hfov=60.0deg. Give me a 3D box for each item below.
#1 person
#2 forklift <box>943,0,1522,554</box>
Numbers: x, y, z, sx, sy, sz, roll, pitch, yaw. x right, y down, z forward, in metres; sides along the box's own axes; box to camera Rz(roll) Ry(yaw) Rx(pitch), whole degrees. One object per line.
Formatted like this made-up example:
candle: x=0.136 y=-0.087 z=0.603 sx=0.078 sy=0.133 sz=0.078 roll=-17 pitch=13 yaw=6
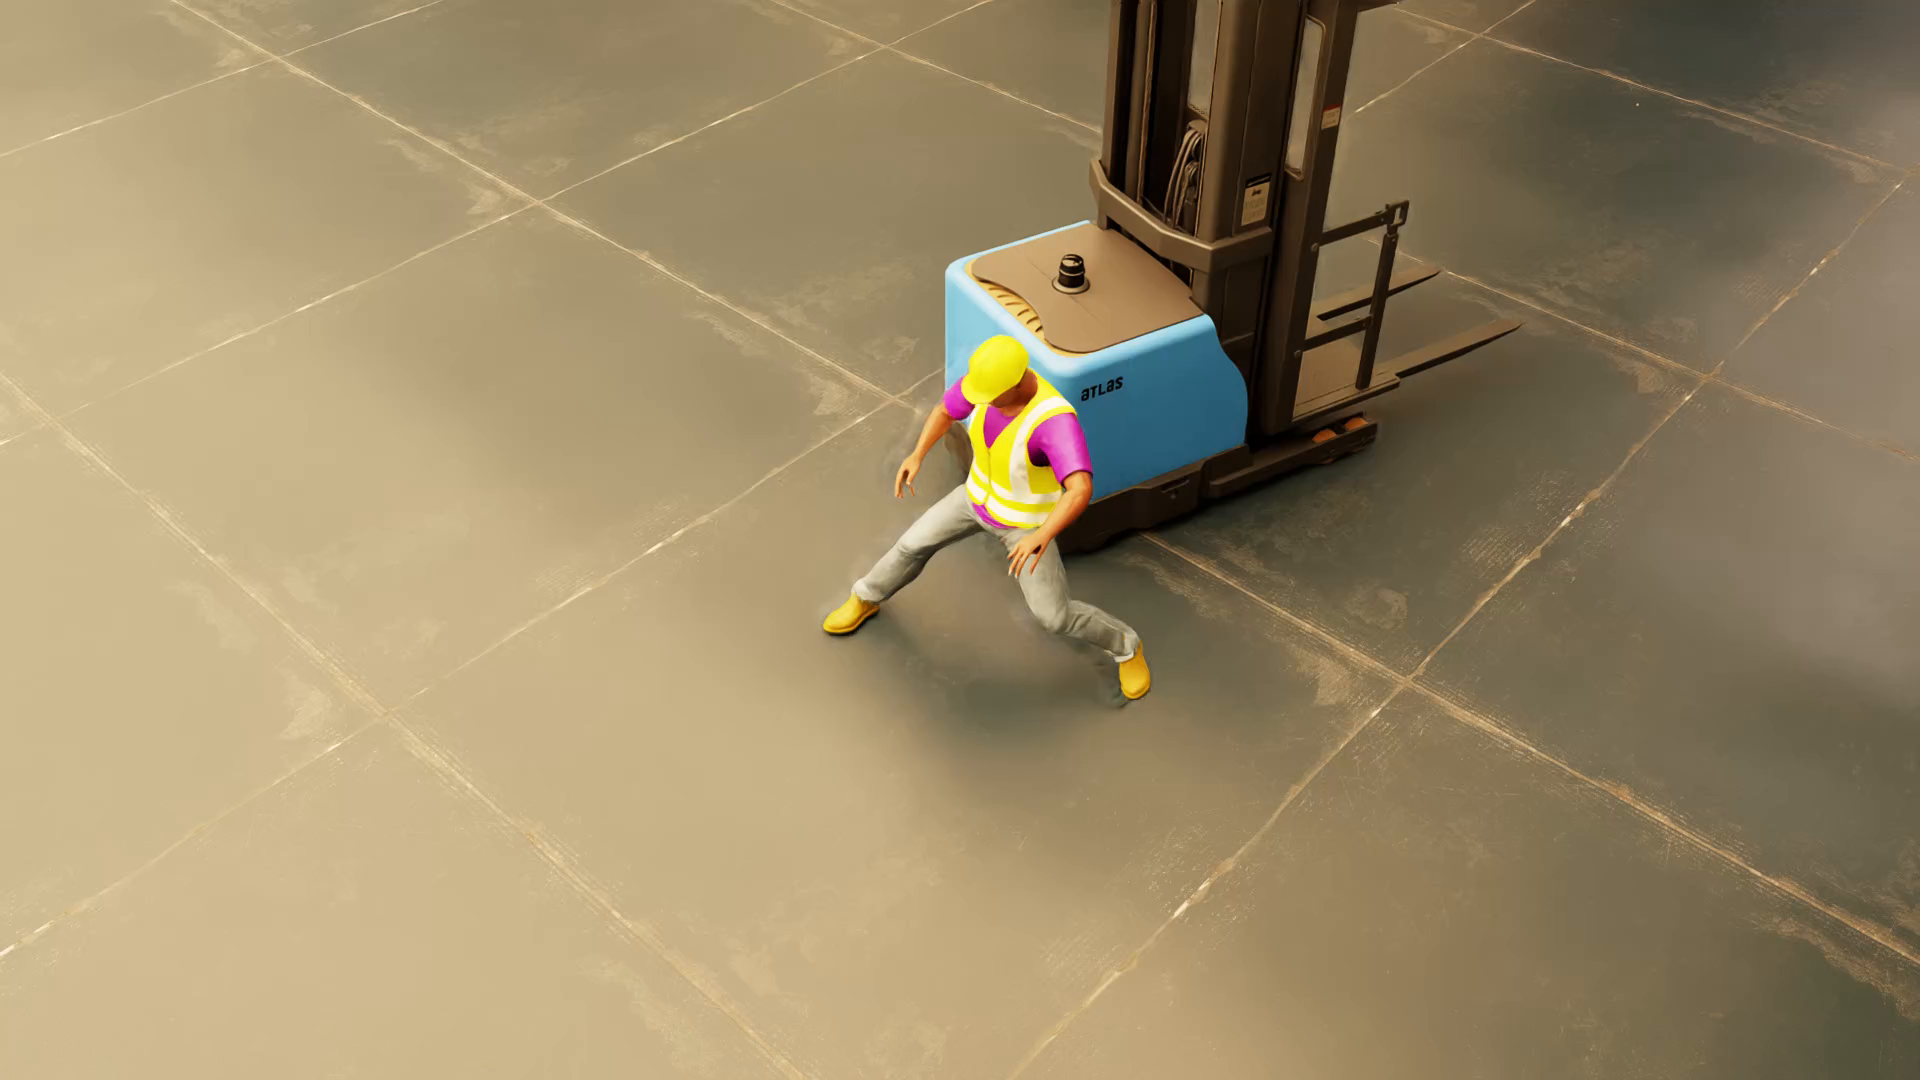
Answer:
person: x=0.127 y=-0.101 z=6.612 sx=0.960 sy=1.575 sz=1.216 roll=-29 pitch=48 yaw=-30
forklift: x=1.452 y=-1.762 z=7.482 sx=3.031 sy=2.935 sz=1.130 roll=-21 pitch=45 yaw=-22
